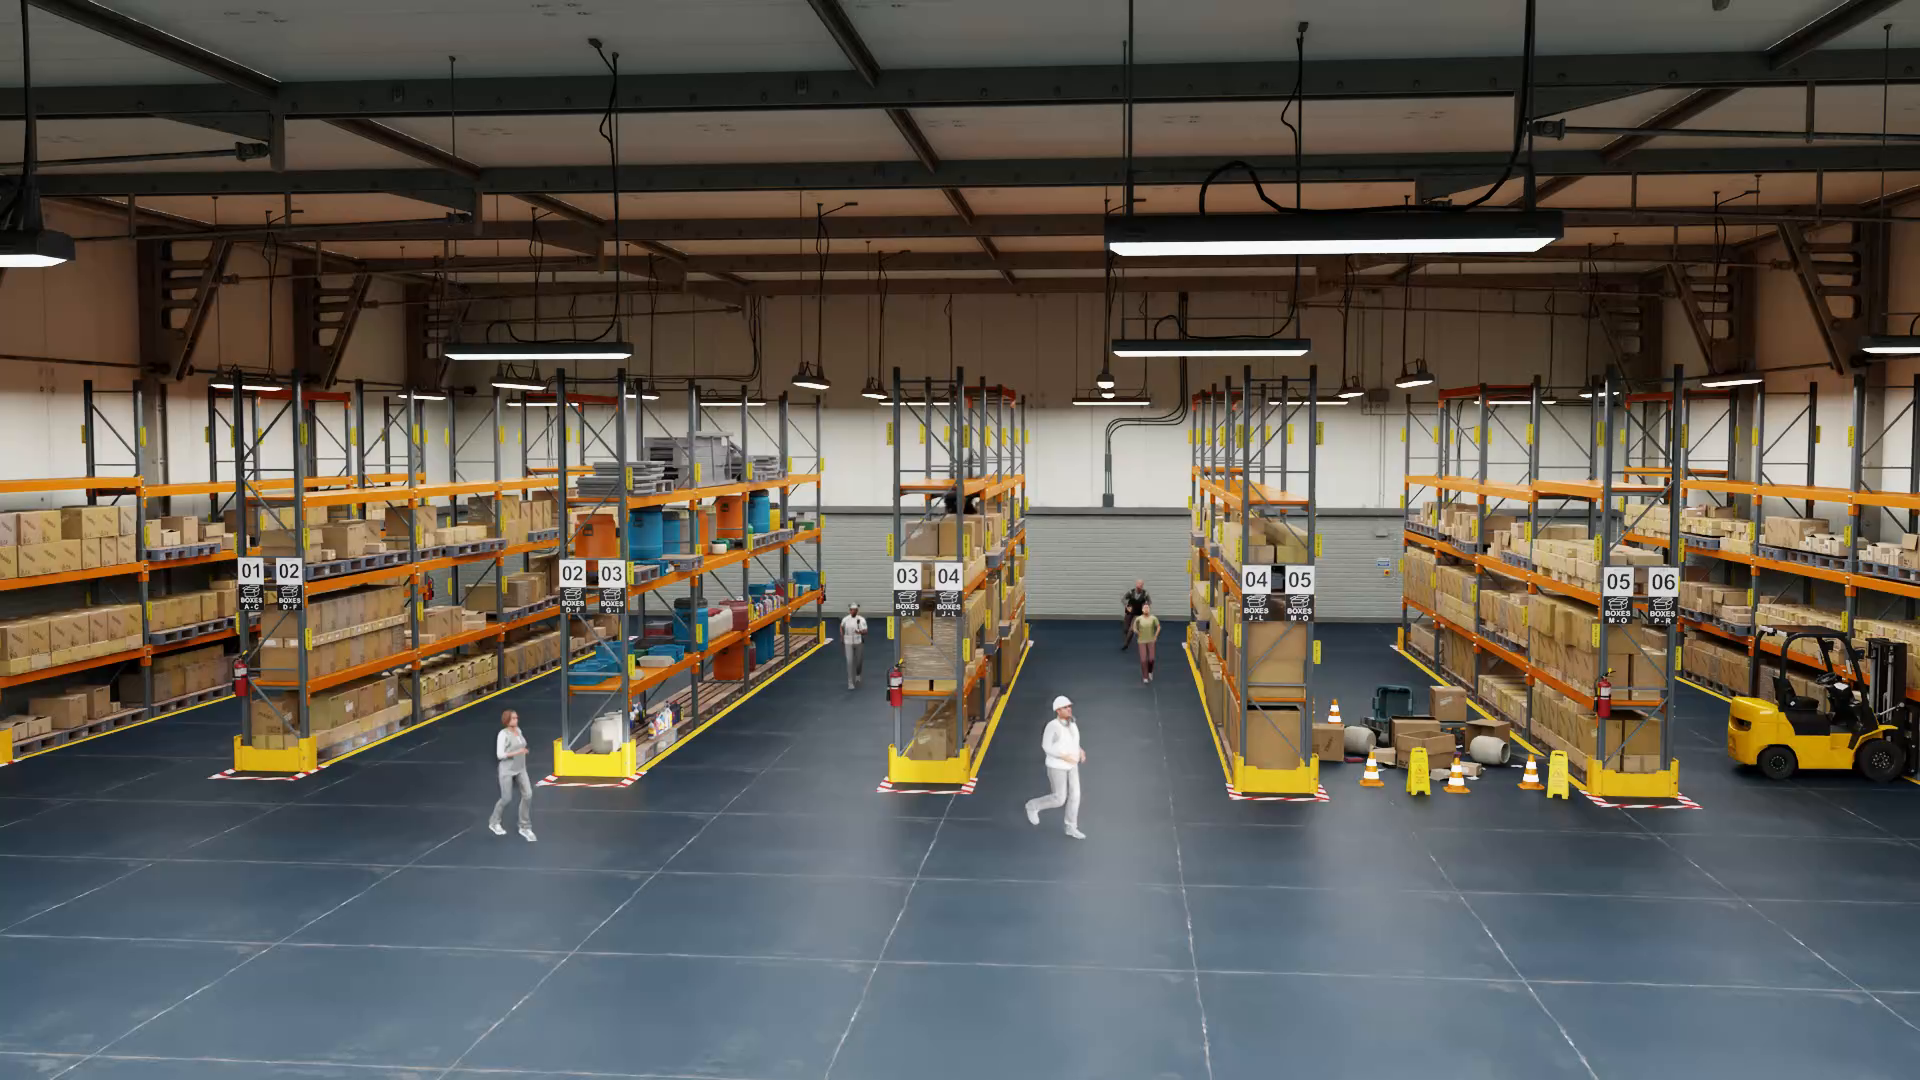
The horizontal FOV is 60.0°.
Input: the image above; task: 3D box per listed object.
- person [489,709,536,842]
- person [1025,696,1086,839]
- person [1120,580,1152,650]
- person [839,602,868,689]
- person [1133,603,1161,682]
[{"bbox_3d":[-5.556,2.908,20.599,0.698,1.631,0.517,2,4,31],"label":"person"},{"bbox_3d":[1.253,2.839,20.928,0.821,1.769,0.668,3,5,42],"label":"person"},{"bbox_3d":[4.153,1.747,39.184,0.706,1.651,0.866,1,4,13],"label":"person"},{"bbox_3d":[-2.122,2.075,33.160,0.575,1.684,0.941,0,4,-3],"label":"person"},{"bbox_3d":[3.784,2.086,33.704,0.571,1.626,0.537,0,4,6],"label":"person"}]
